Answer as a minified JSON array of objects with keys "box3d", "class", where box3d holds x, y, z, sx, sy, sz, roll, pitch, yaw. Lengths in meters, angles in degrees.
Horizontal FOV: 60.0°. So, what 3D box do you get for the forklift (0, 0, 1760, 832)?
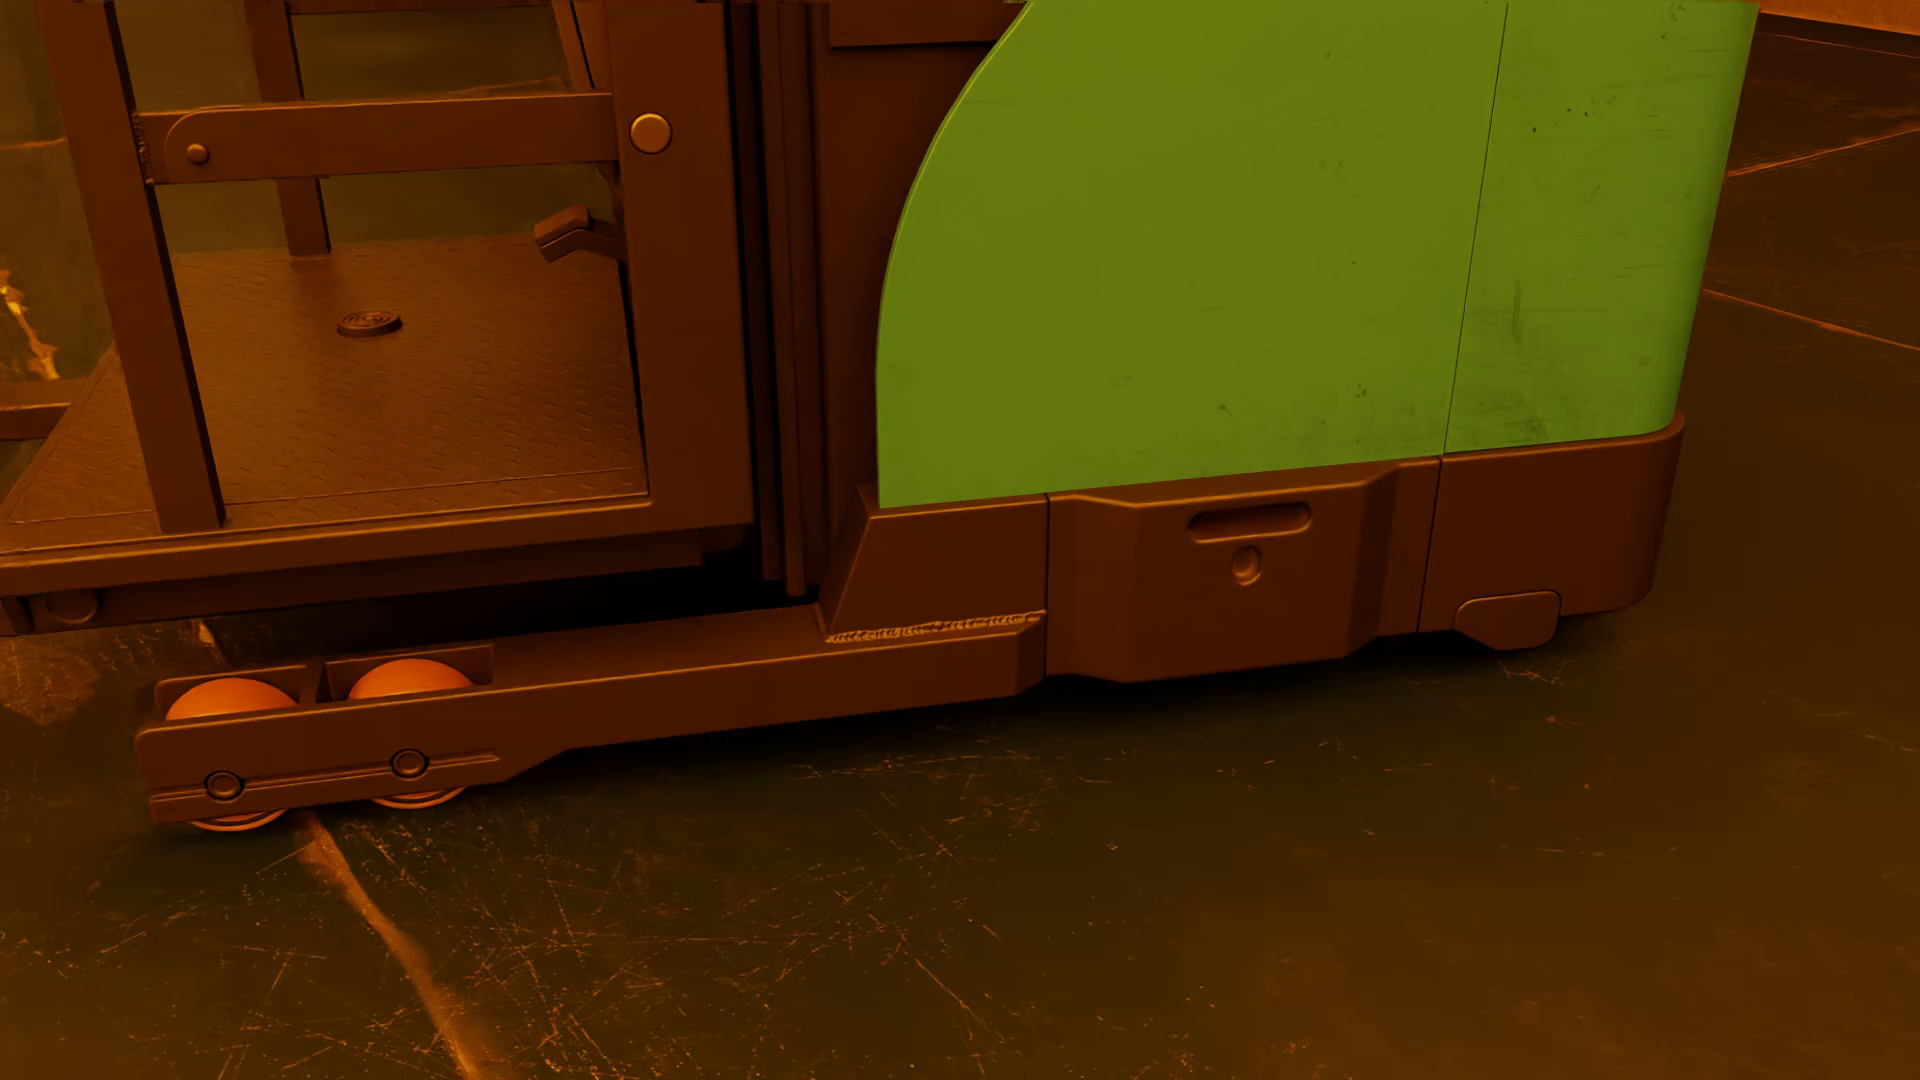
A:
[{"box3d":[-0.644,-1.245,1.714,3.031,2.935,1.130,-6,27,-11],"class":"forklift"}]
